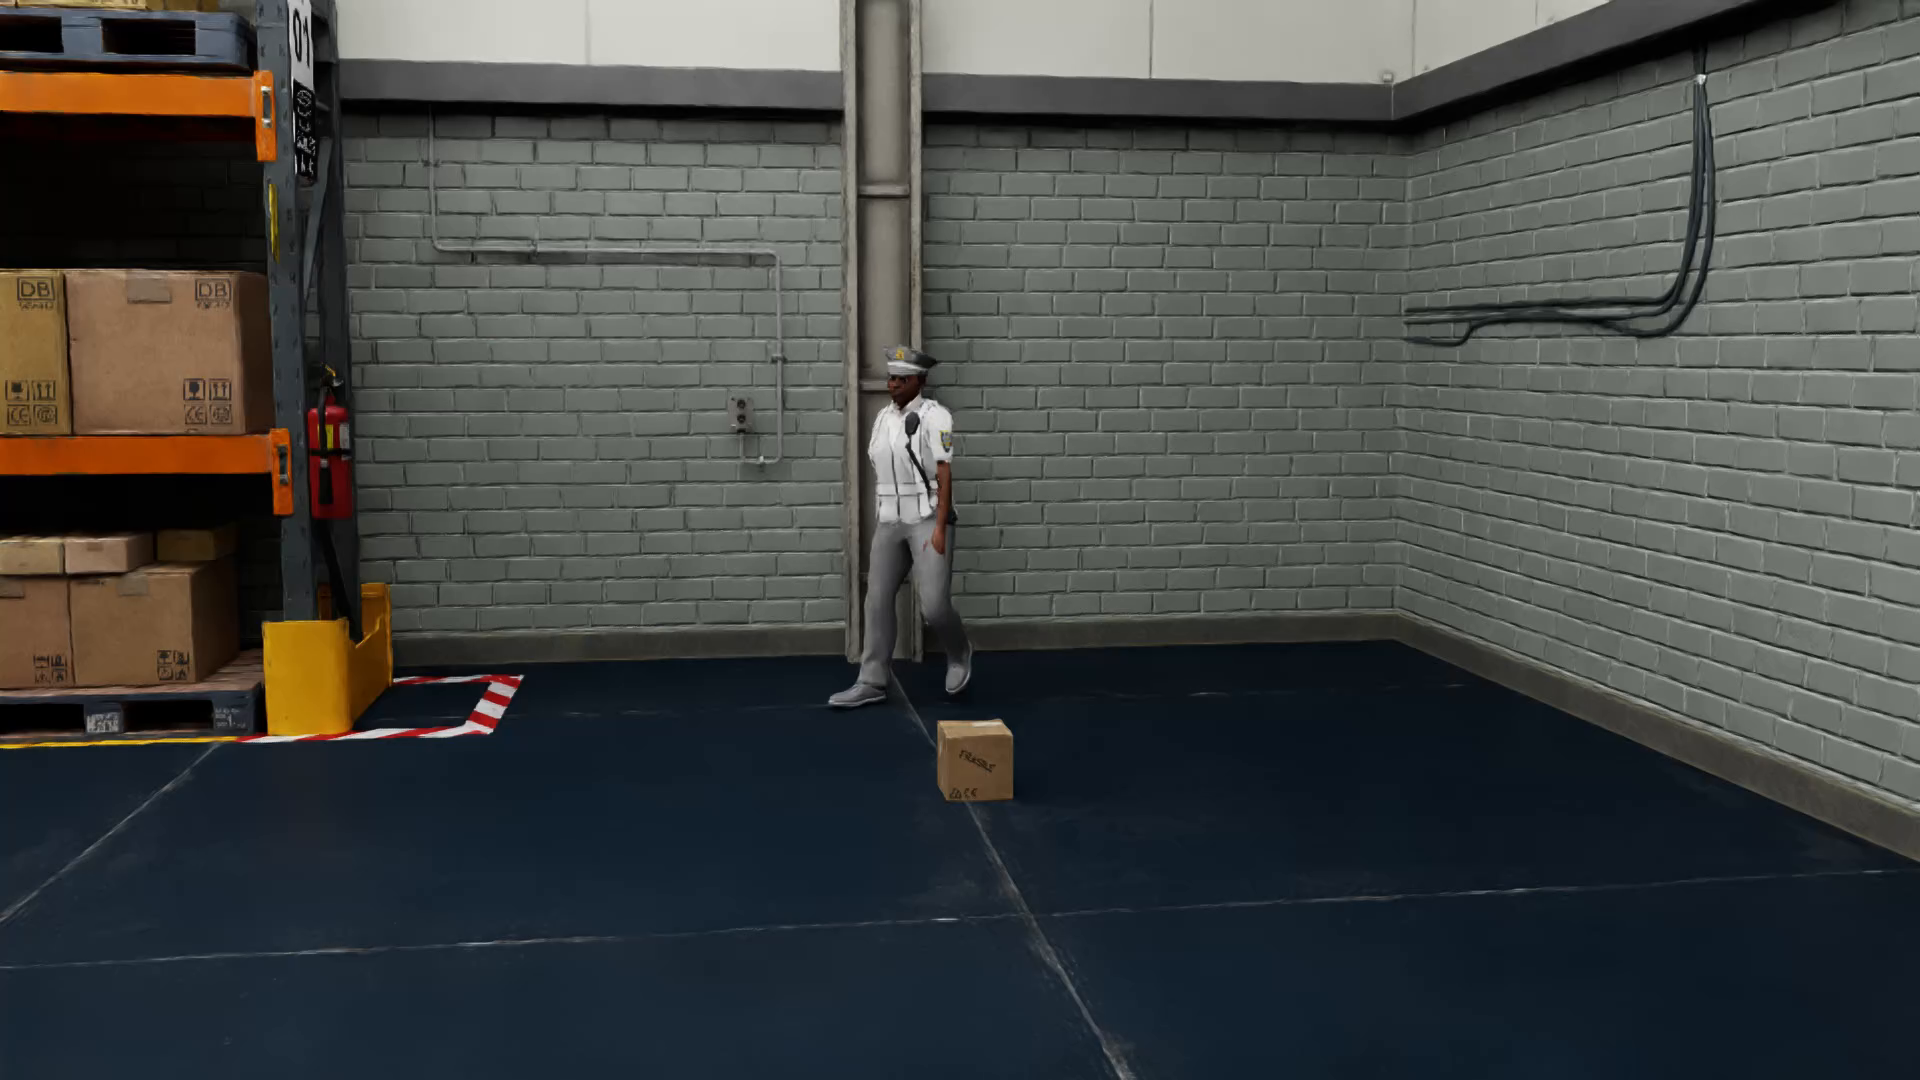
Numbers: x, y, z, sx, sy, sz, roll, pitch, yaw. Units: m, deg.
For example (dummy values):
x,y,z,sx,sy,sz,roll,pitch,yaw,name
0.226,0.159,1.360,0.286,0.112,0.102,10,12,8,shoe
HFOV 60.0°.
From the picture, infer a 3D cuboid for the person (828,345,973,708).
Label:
x,y,z,sx,sy,sz,roll,pitch,yaw,name
-0.233,-0.062,7.702,0.582,1.669,0.579,4,8,33,person
